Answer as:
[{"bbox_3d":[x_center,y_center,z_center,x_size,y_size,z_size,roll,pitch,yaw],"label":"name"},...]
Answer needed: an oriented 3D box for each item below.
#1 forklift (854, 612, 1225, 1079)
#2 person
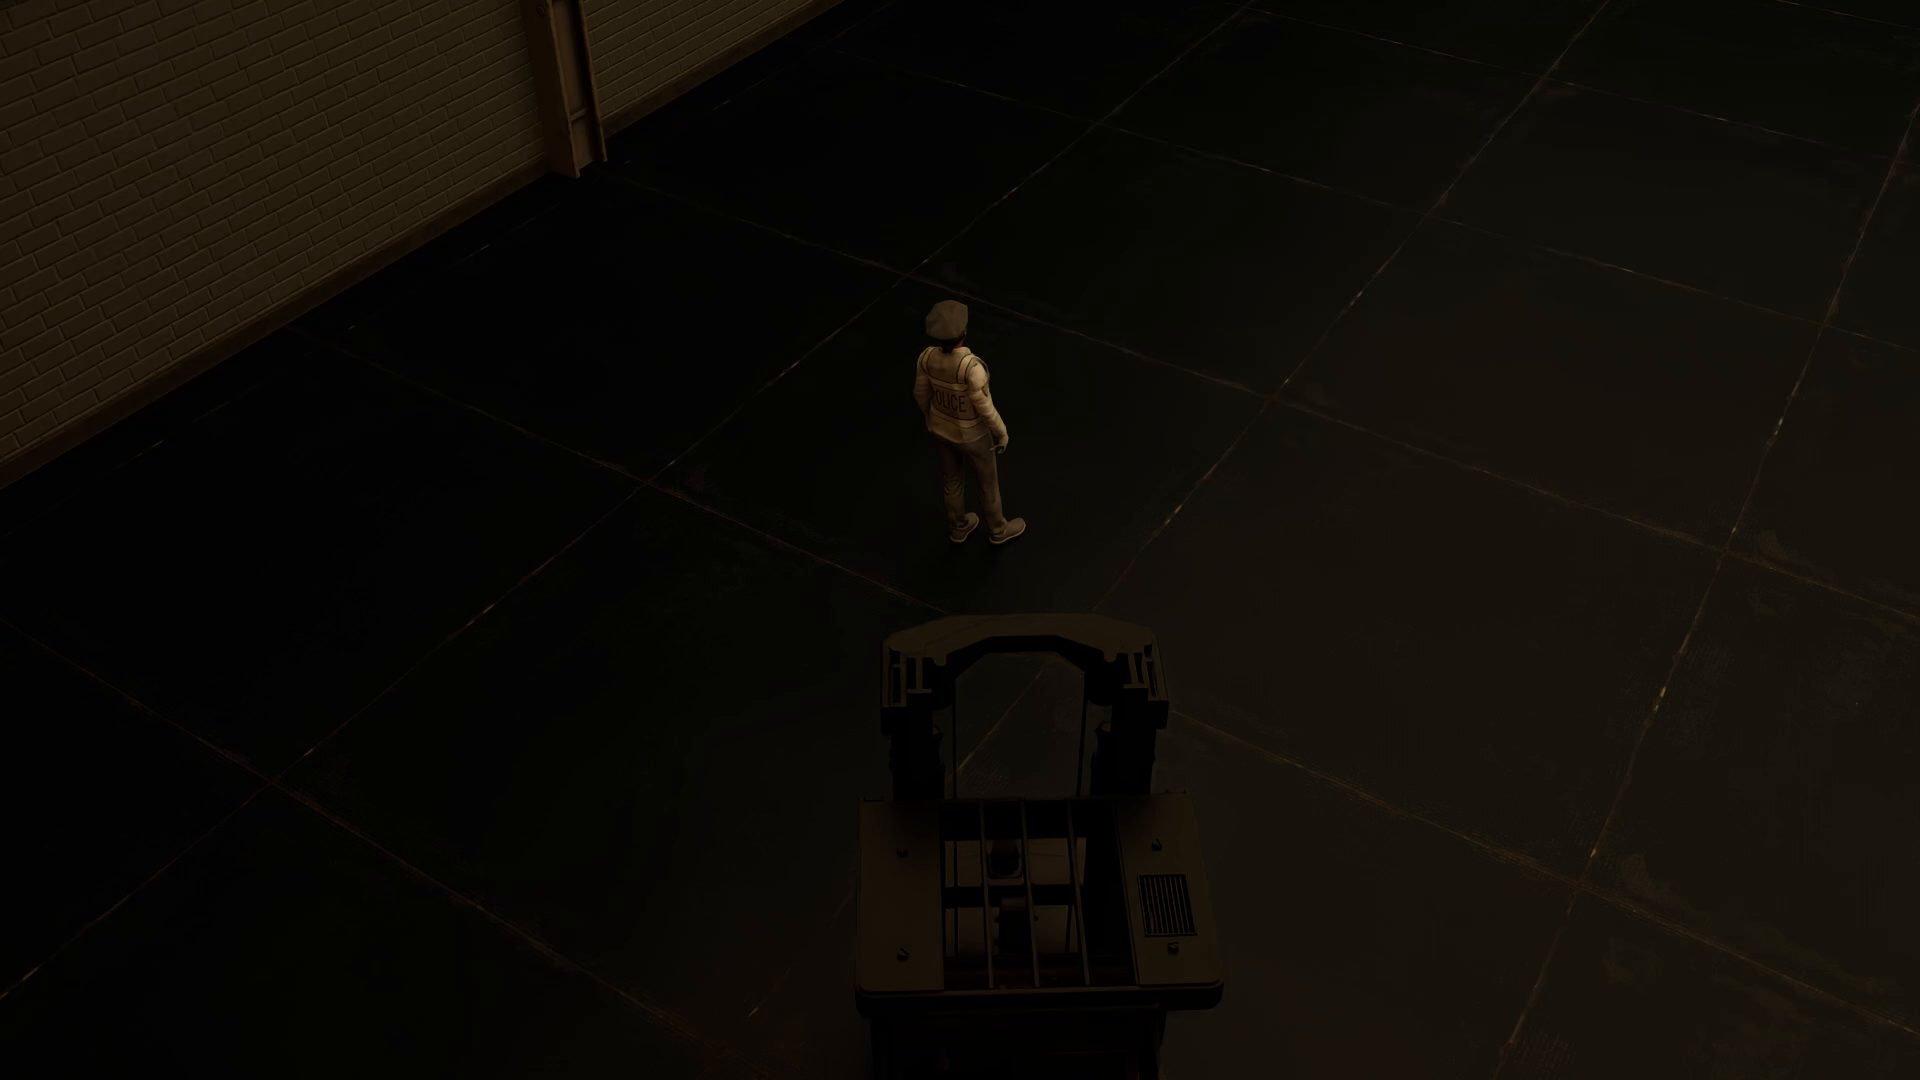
[{"bbox_3d":[0.221,1.801,5.842,1.130,2.935,3.031,-1,40,-1],"label":"forklift"},{"bbox_3d":[0.043,-0.687,9.723,0.586,1.694,0.530,22,45,24],"label":"person"}]
